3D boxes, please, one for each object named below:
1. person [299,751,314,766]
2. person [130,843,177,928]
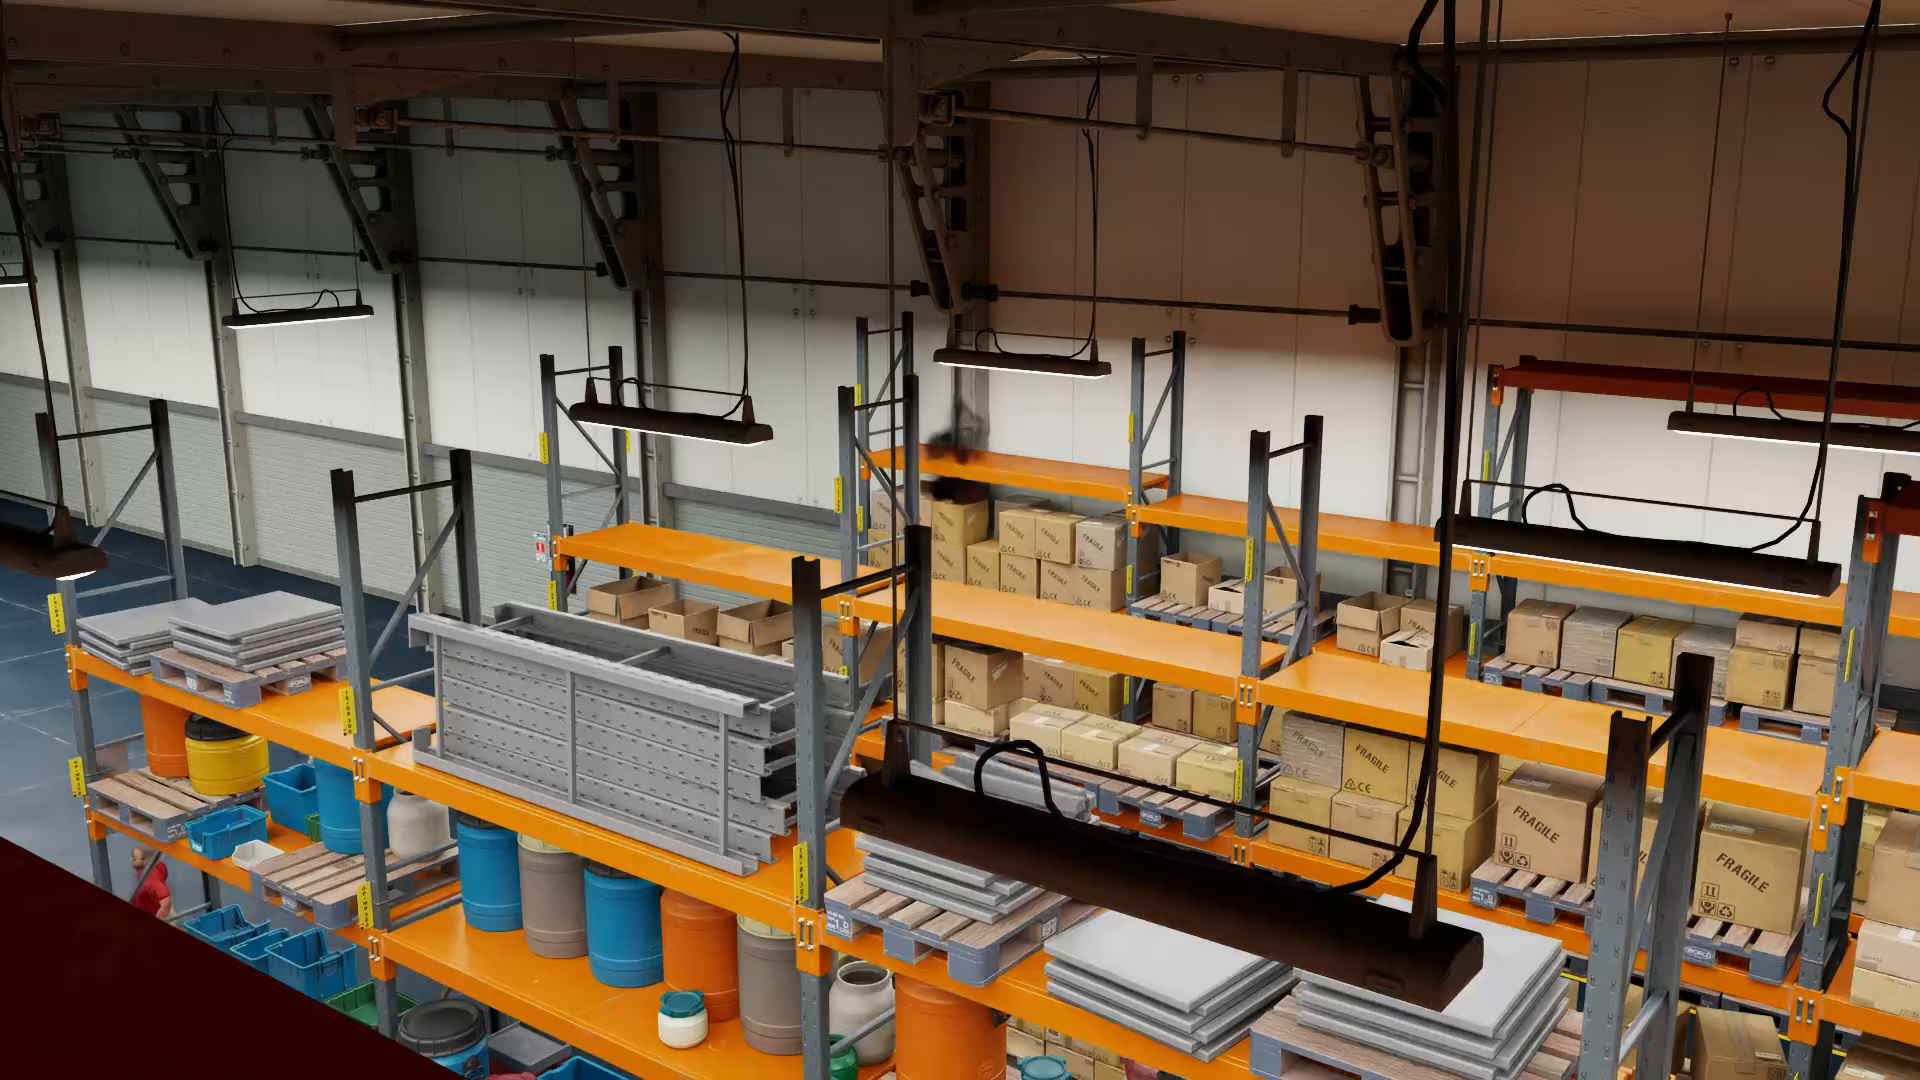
[{"bbox_3d":[-7.660,2.648,20.167,0.750,1.747,0.631,-6,14,-25],"label":"person"},{"bbox_3d":[-7.603,3.677,15.749,0.700,1.760,0.735,-3,13,-11],"label":"person"}]
